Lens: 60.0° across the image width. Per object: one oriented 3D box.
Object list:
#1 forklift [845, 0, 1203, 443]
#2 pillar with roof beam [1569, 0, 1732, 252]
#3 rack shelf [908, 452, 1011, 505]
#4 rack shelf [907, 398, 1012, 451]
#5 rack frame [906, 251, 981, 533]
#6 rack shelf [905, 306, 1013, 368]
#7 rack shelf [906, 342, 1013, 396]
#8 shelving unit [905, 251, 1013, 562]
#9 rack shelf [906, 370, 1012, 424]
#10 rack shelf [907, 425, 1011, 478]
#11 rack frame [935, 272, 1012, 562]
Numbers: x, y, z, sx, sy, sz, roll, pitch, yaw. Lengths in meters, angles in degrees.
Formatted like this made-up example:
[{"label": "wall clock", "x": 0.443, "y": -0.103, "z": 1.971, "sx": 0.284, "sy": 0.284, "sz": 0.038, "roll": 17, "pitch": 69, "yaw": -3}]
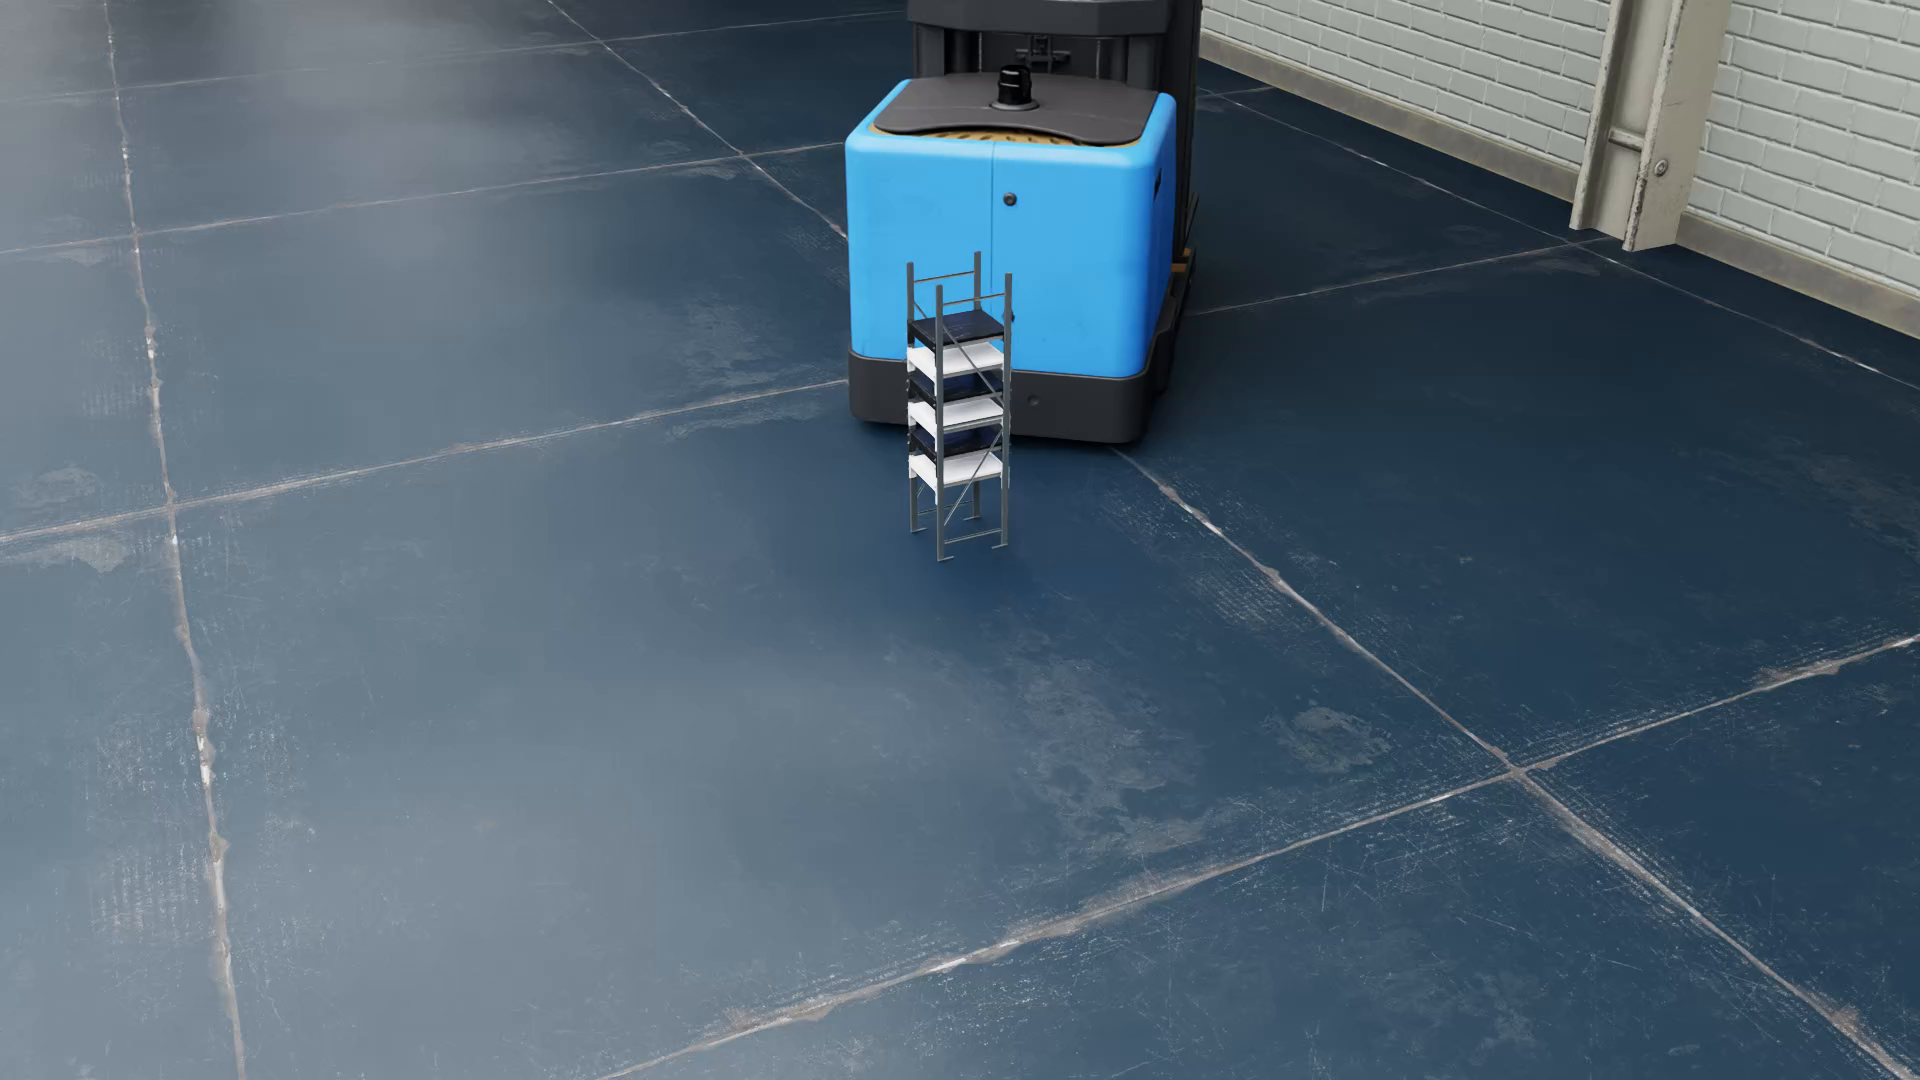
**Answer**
[{"label": "forklift", "x": 0.412, "y": -2.313, "z": 6.379, "sx": 1.130, "sy": 2.935, "sz": 3.031, "roll": 6, "pitch": 30, "yaw": 10}, {"label": "pillar with roof beam", "x": -0.772, "y": -4.457, "z": 3.998, "sx": 9.100, "sy": 9.000, "sz": 0.400, "roll": -13, "pitch": 32, "yaw": -22}, {"label": "rack shelf", "x": -0.003, "y": -0.210, "z": 5.141, "sx": 0.258, "sy": 0.077, "sz": 0.200, "roll": -13, "pitch": 32, "yaw": -22}, {"label": "rack shelf", "x": -0.003, "y": -0.367, "z": 5.053, "sx": 0.258, "sy": 0.077, "sz": 0.200, "roll": -13, "pitch": 32, "yaw": -22}, {"label": "rack frame", "x": -0.047, "y": -0.441, "z": 5.116, "sx": 0.240, "sy": 0.900, "sz": 0.006, "roll": -13, "pitch": 32, "yaw": -22}, {"label": "rack shelf", "x": -0.003, "y": -0.603, "z": 4.921, "sx": 0.258, "sy": 0.077, "sz": 0.200, "roll": -13, "pitch": 32, "yaw": -22}, {"label": "rack shelf", "x": -0.003, "y": -0.524, "z": 4.965, "sx": 0.258, "sy": 0.077, "sz": 0.200, "roll": -13, "pitch": 32, "yaw": -22}, {"label": "shelving unit", "x": -0.003, "y": -0.396, "z": 5.036, "sx": 0.258, "sy": 0.900, "sz": 0.210, "roll": -13, "pitch": 32, "yaw": -22}, {"label": "rack shelf", "x": -0.003, "y": -0.446, "z": 5.009, "sx": 0.258, "sy": 0.077, "sz": 0.200, "roll": -13, "pitch": 32, "yaw": -22}, {"label": "rack shelf", "x": -0.003, "y": -0.289, "z": 5.097, "sx": 0.258, "sy": 0.077, "sz": 0.200, "roll": -13, "pitch": 32, "yaw": -22}, {"label": "rack frame", "x": 0.040, "y": -0.351, "z": 4.956, "sx": 0.240, "sy": 0.900, "sz": 0.006, "roll": -13, "pitch": 32, "yaw": -22}]
